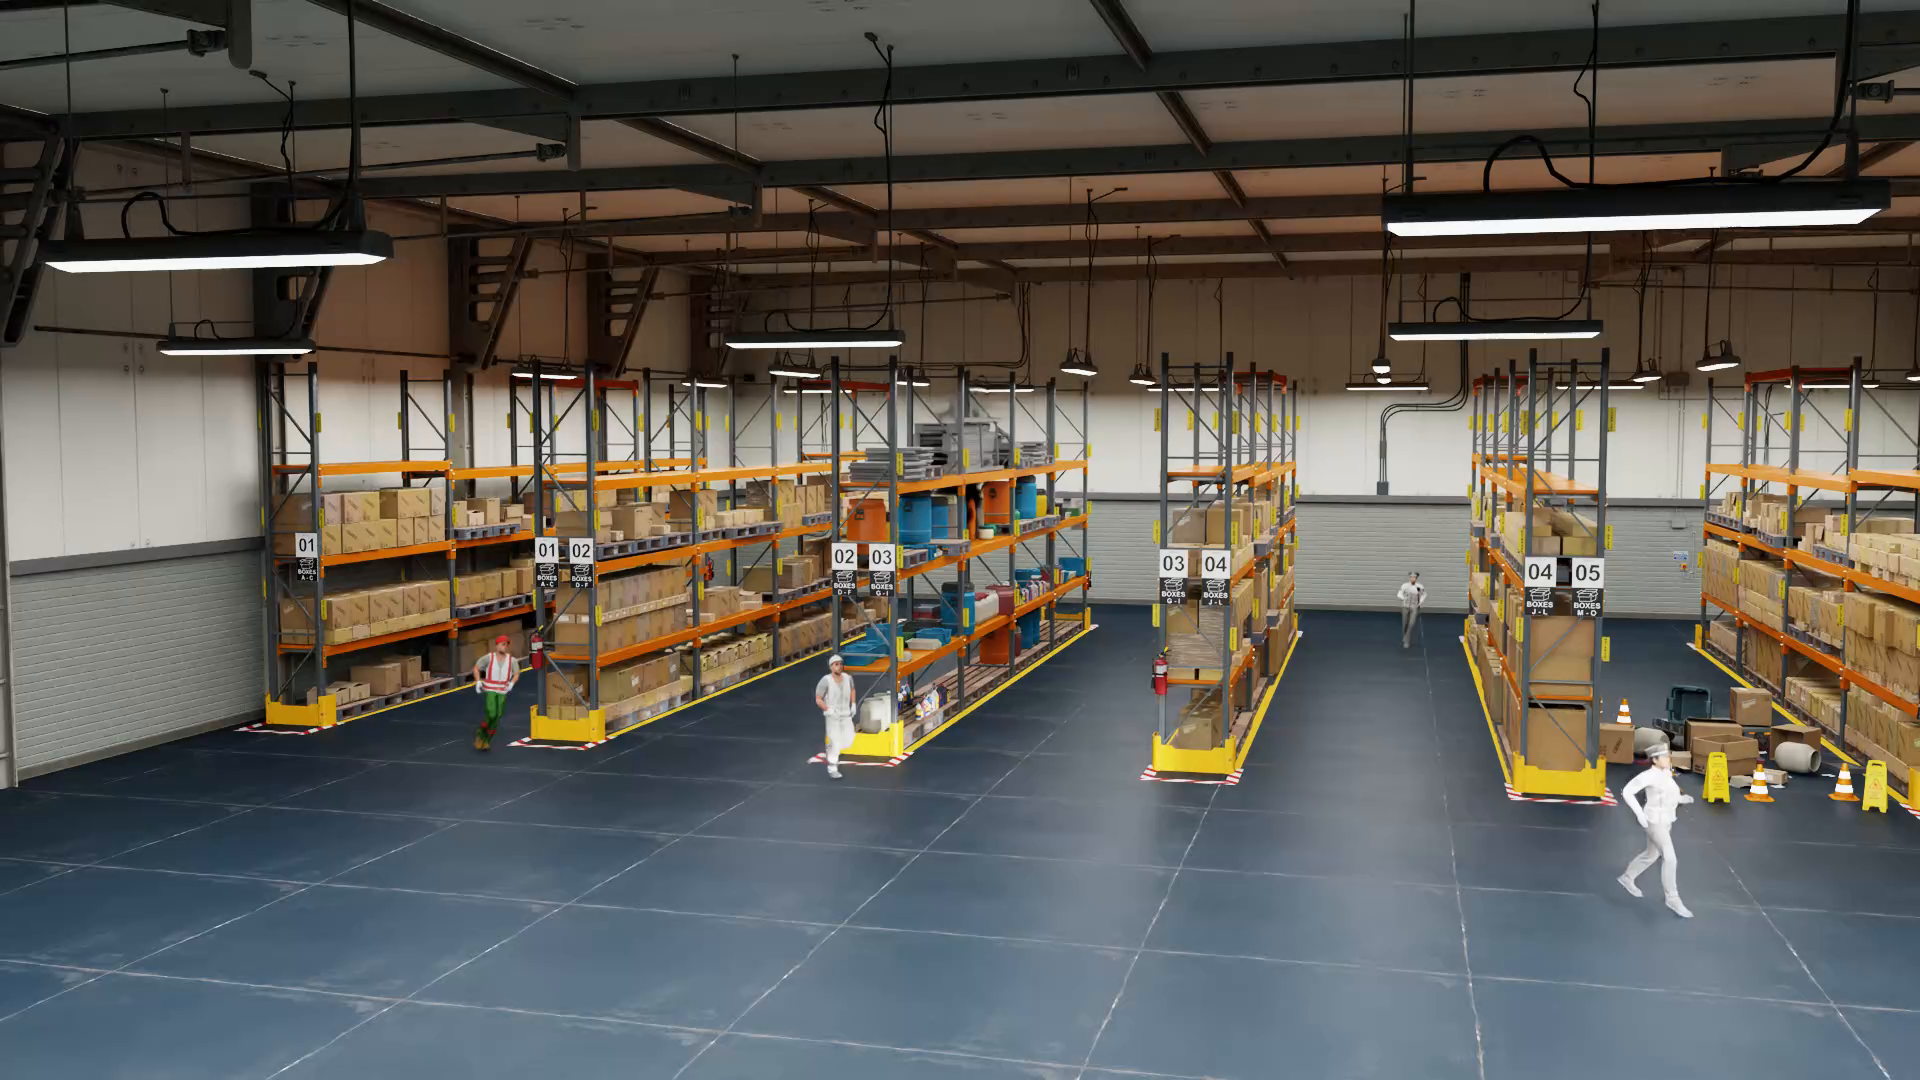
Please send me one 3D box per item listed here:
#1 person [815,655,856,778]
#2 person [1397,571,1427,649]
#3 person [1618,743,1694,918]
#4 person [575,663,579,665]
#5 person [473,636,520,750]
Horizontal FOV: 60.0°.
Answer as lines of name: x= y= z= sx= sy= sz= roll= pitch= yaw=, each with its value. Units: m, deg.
person: x=-1.728 y=2.486 z=23.489 sx=0.685 sy=1.744 sz=0.662 roll=-3 pitch=5 yaw=-33
person: x=10.112 y=1.540 z=37.230 sx=0.625 sy=1.717 sz=0.853 roll=2 pitch=4 yaw=22
person: x=7.181 y=2.938 z=17.121 sx=0.596 sy=1.728 sz=0.837 roll=-4 pitch=5 yaw=-42
person: x=-6.932 y=2.034 z=30.833 sx=0.503 sy=1.644 sz=0.710 roll=1 pitch=4 yaw=7
person: x=-7.072 y=2.335 z=25.447 sx=0.703 sy=1.729 sz=0.582 roll=-3 pitch=5 yaw=-33
